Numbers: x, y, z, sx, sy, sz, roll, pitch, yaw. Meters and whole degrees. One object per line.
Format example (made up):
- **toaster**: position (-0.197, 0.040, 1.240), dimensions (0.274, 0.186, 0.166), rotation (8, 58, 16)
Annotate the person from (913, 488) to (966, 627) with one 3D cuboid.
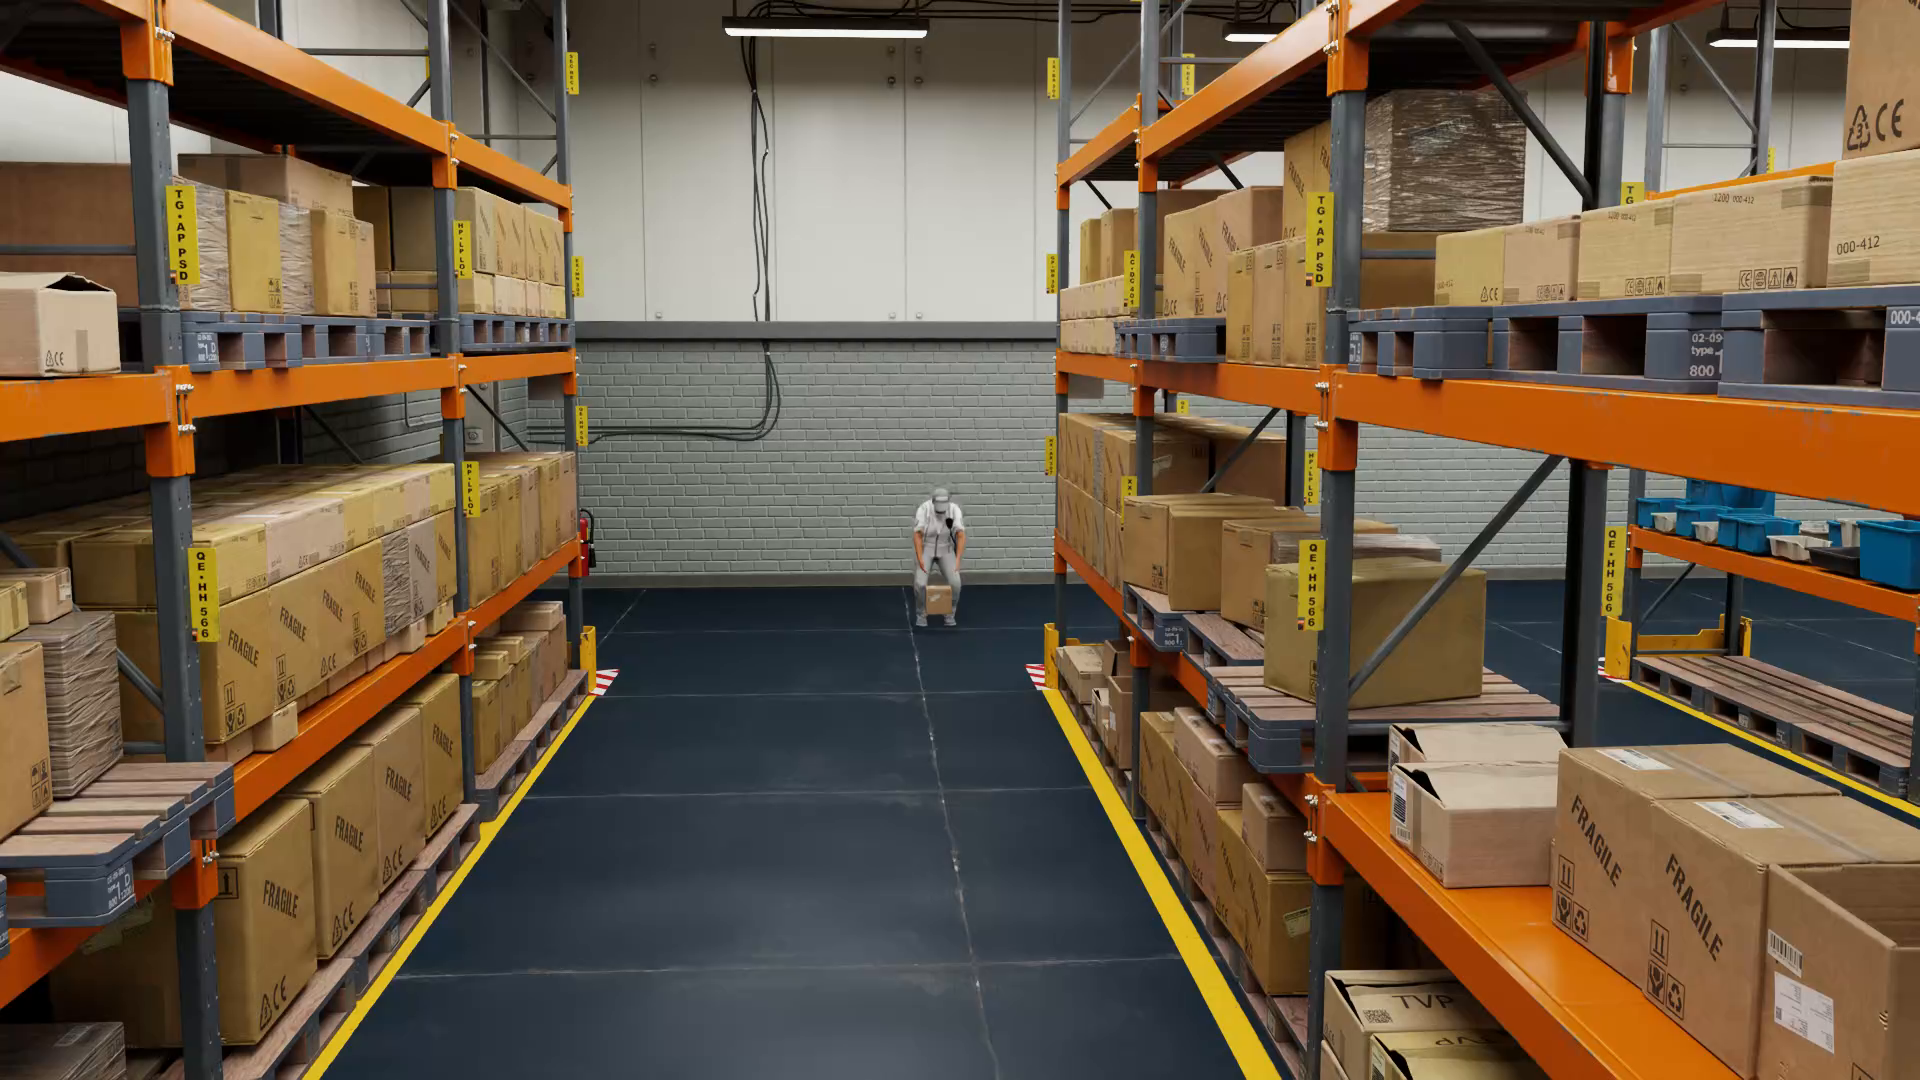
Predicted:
- **person**: position (-0.210, 0.163, 16.916), dimensions (0.533, 1.432, 0.691), rotation (0, 7, -3)
